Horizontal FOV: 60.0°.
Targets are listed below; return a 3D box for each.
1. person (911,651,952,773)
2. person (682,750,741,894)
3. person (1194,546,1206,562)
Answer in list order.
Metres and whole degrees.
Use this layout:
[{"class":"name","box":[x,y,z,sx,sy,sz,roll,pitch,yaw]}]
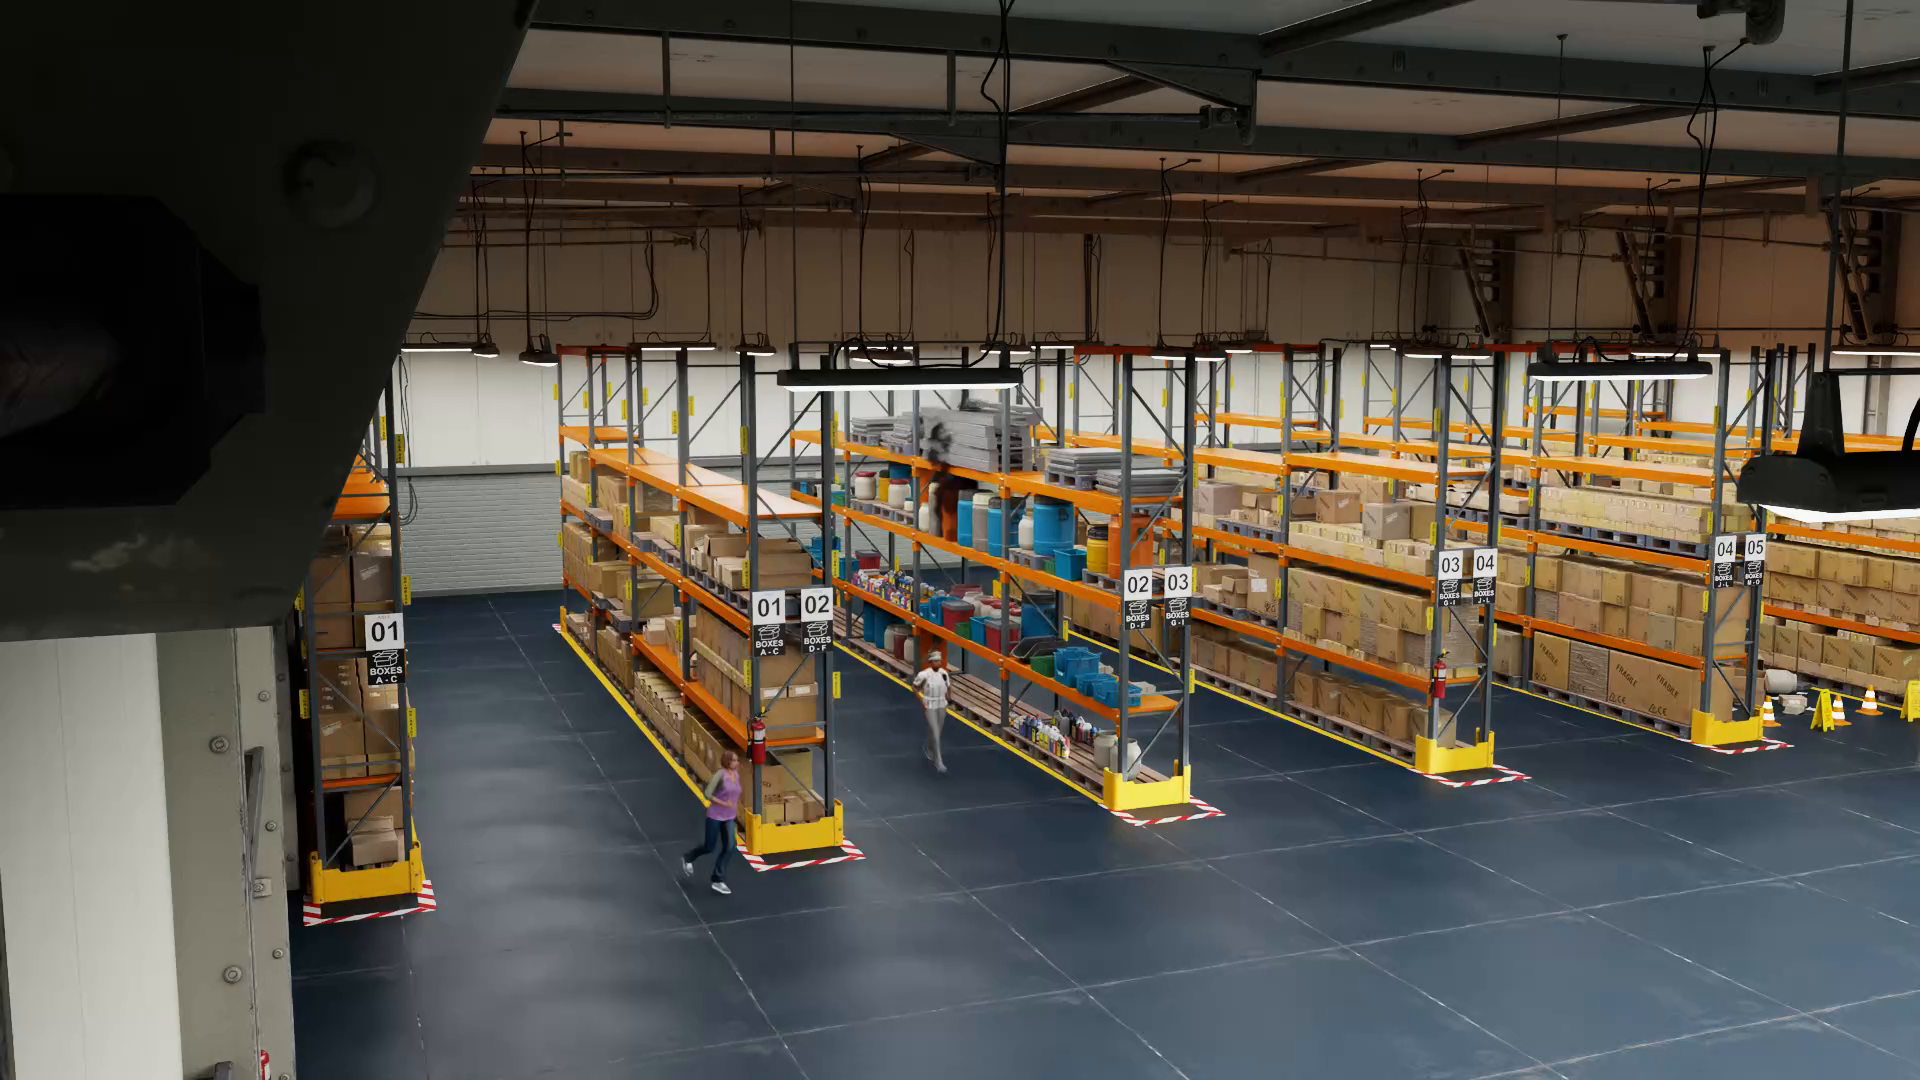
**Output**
[{"class":"person","box":[-0.375,2.441,24.076,0.575,1.724,0.796,-4,8,-30]},{"class":"person","box":[-2.741,3.174,19.003,0.810,1.530,0.585,6,10,41]},{"class":"person","box":[5.988,0.227,41.566,0.798,1.806,0.639,-4,8,-26]}]
